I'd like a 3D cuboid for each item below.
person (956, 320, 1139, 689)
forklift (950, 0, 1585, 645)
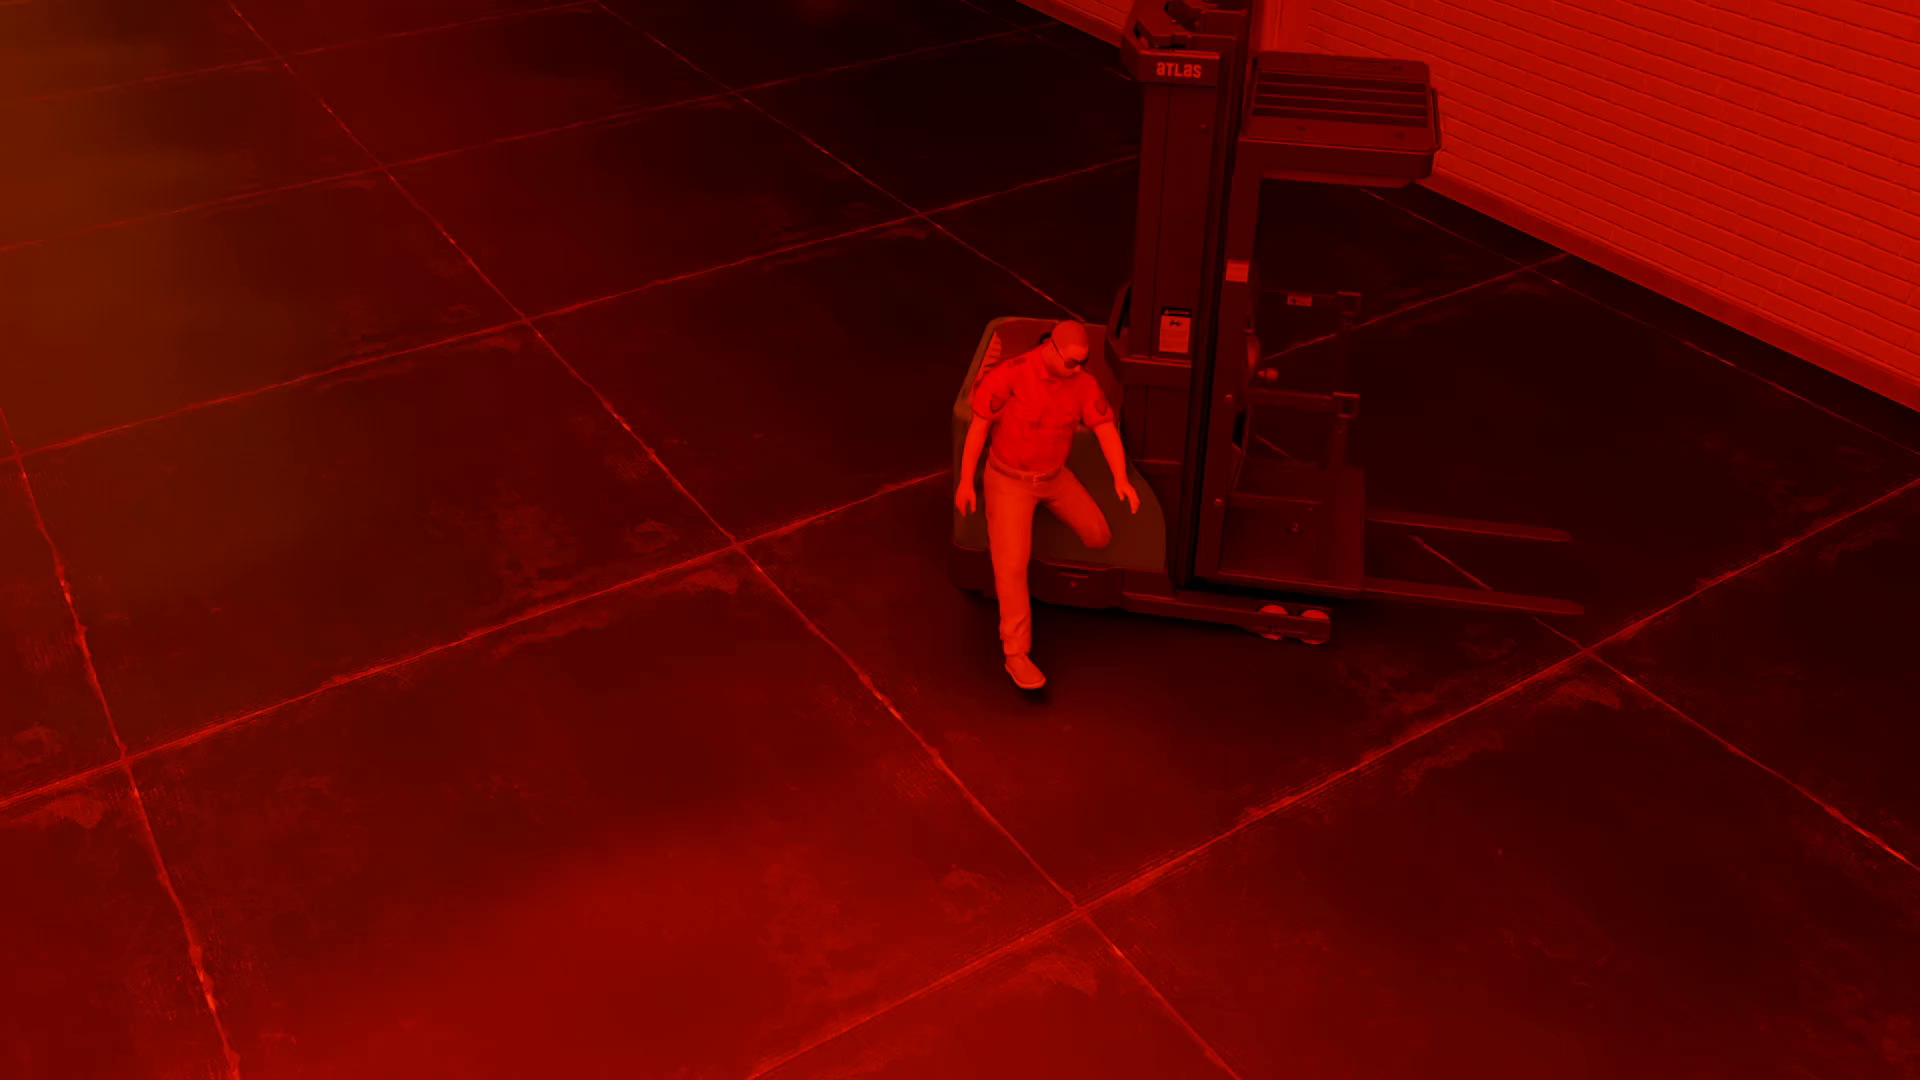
[{"bbox_3d":[0.483,-0.222,7.615,0.965,1.591,0.946,-14,37,-19],"label":"person"},{"bbox_3d":[1.522,-1.032,7.616,3.031,2.935,1.130,7,36,9],"label":"forklift"}]
